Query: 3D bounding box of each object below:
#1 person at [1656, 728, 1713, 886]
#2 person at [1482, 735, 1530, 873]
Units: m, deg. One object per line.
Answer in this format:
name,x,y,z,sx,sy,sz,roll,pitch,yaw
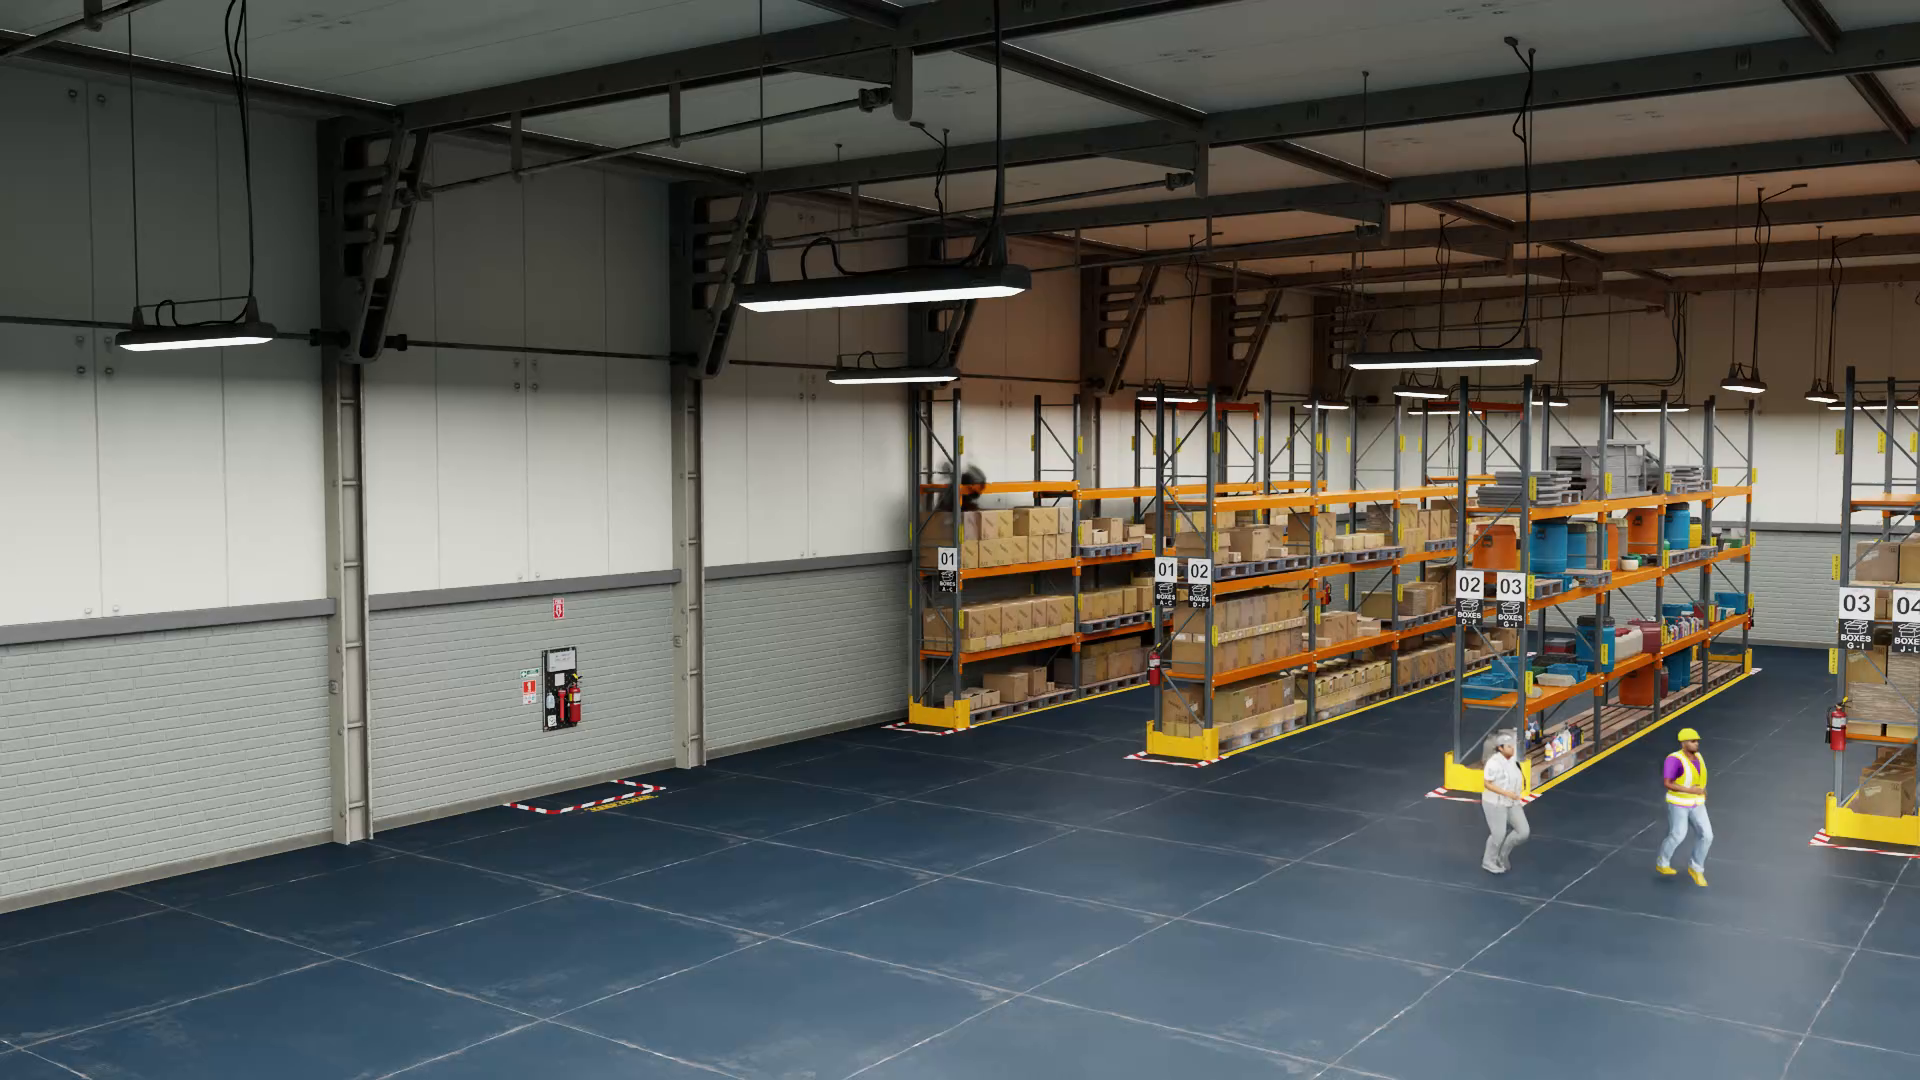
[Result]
person,8.273,3.055,19.023,0.679,1.839,0.636,-1,4,-22
person,6.350,3.078,19.359,0.598,1.635,0.580,-2,4,-31
